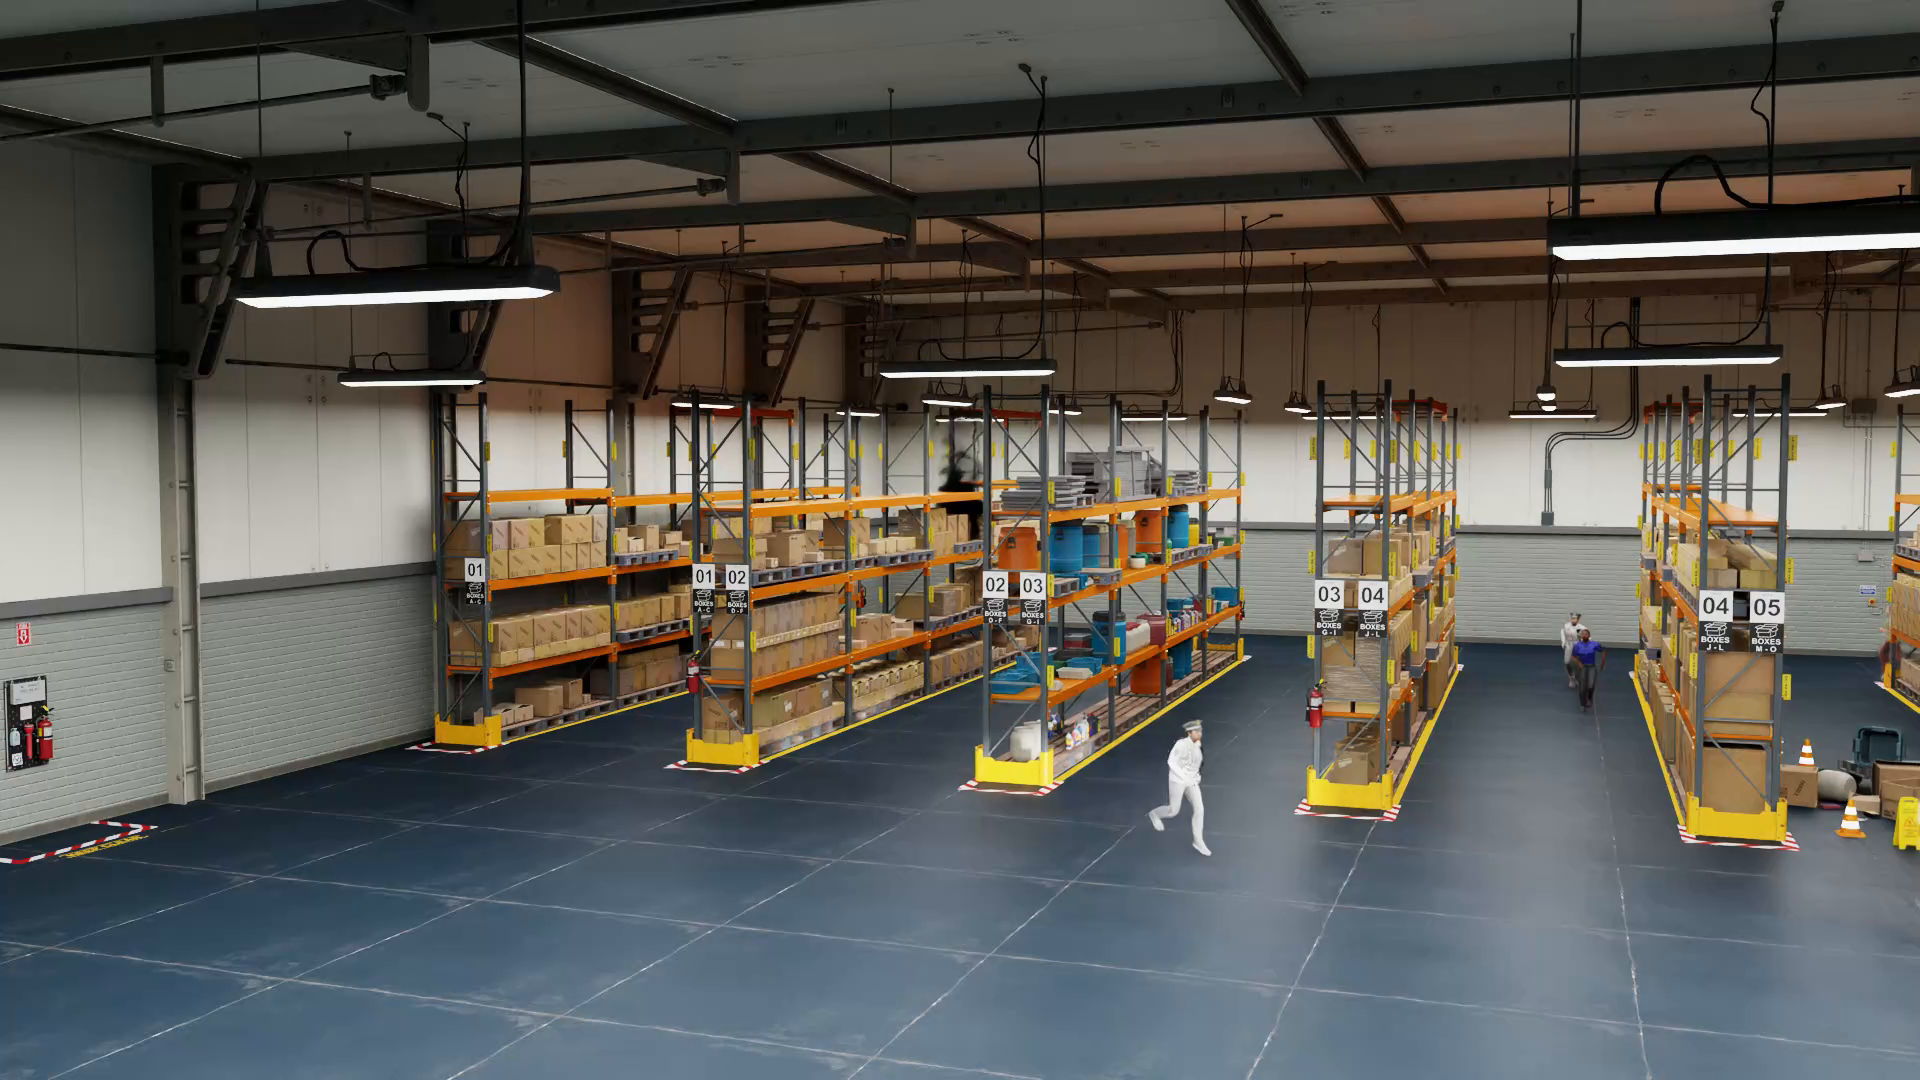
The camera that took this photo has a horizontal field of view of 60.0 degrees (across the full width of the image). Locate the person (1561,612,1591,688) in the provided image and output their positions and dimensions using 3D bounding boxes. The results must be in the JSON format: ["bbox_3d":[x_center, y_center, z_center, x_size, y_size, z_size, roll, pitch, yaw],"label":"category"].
[{"bbox_3d":[13.096,2.333,35.380,0.632,1.644,0.815,2,4,30],"label":"person"}]

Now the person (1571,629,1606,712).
[{"bbox_3d":[11.999,2.504,31.786,0.600,1.610,0.698,1,3,25],"label":"person"}]

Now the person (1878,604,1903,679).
[{"bbox_3d":[20.447,2.242,36.331,0.702,1.699,0.590,2,3,26],"label":"person"}]

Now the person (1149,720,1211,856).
[{"bbox_3d":[2.789,3.069,20.969,0.619,1.680,1.032,-2,4,-38],"label":"person"}]
